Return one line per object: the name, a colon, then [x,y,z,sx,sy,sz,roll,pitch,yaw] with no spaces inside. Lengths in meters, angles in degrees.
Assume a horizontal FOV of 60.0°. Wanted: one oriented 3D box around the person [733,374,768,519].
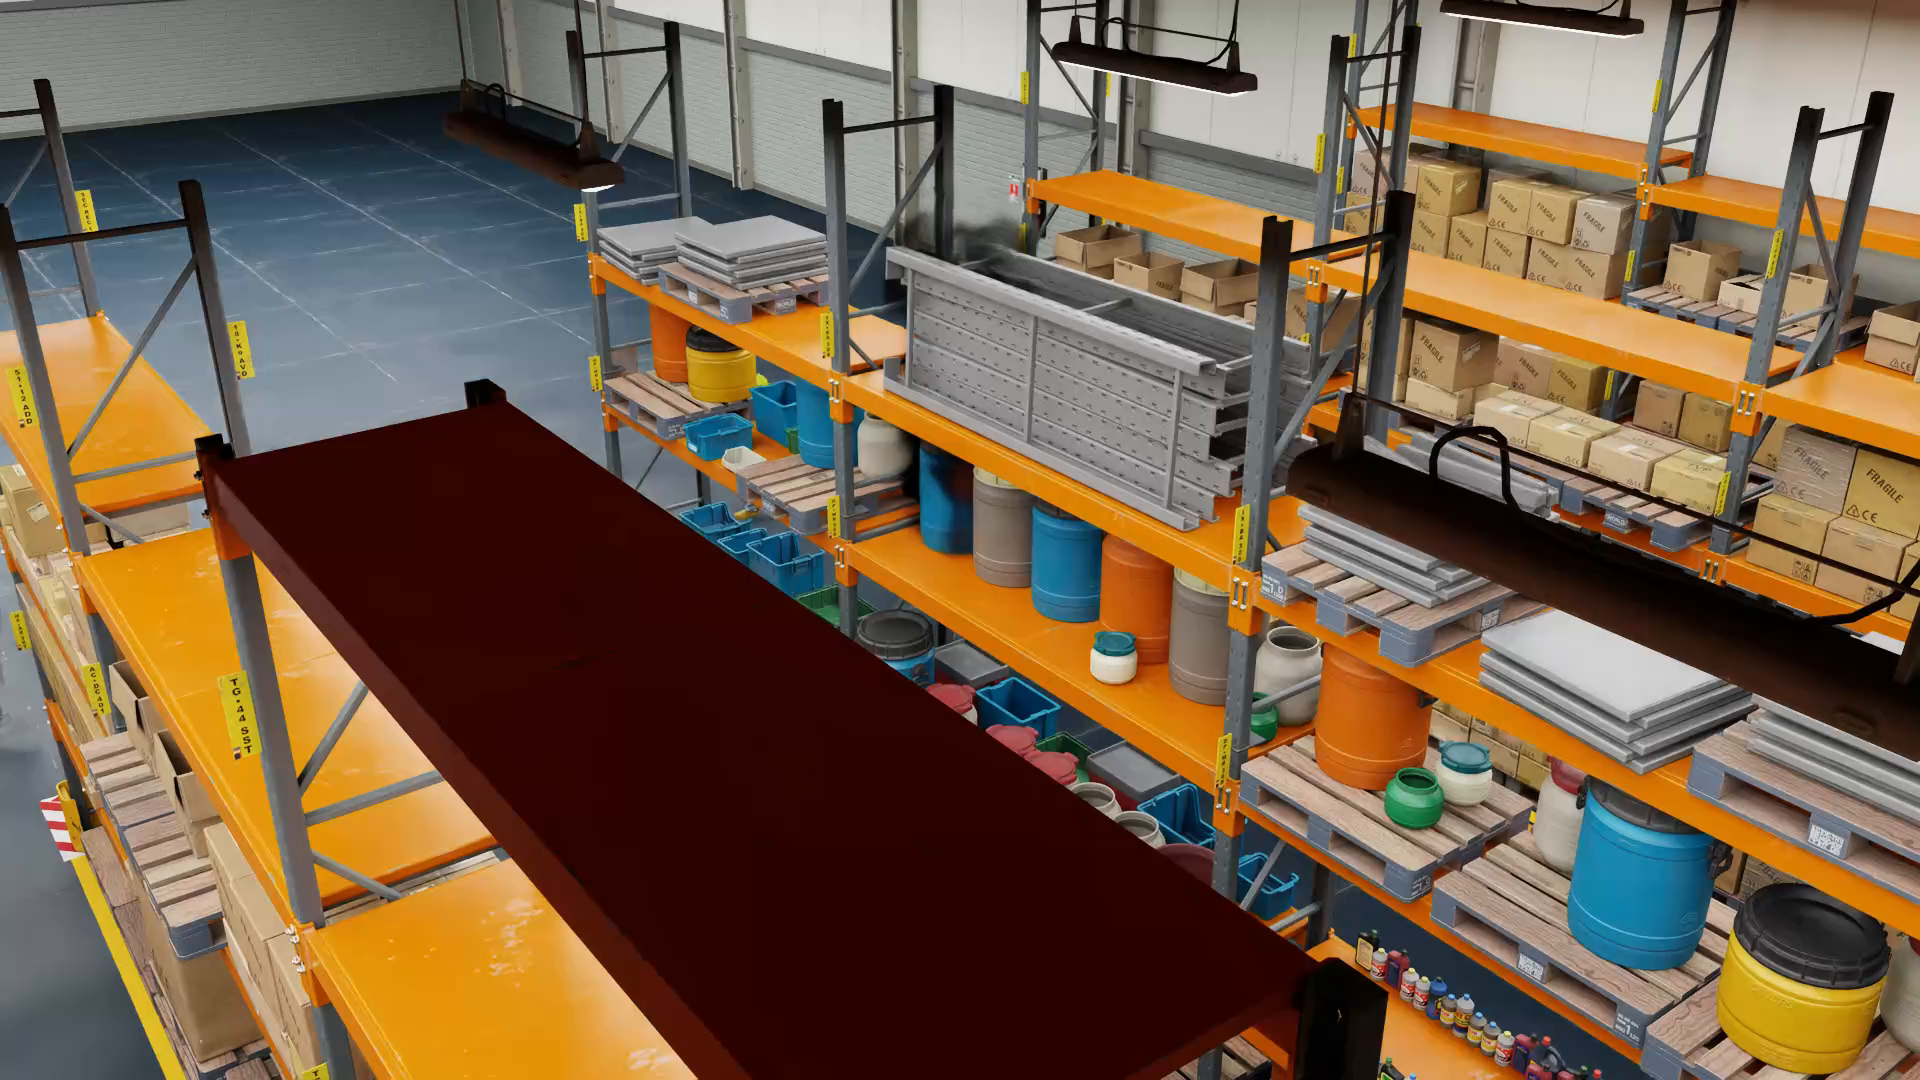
person: [-2.297,-1.091,19.307,0.771,1.745,0.699,-7,26,-15]
